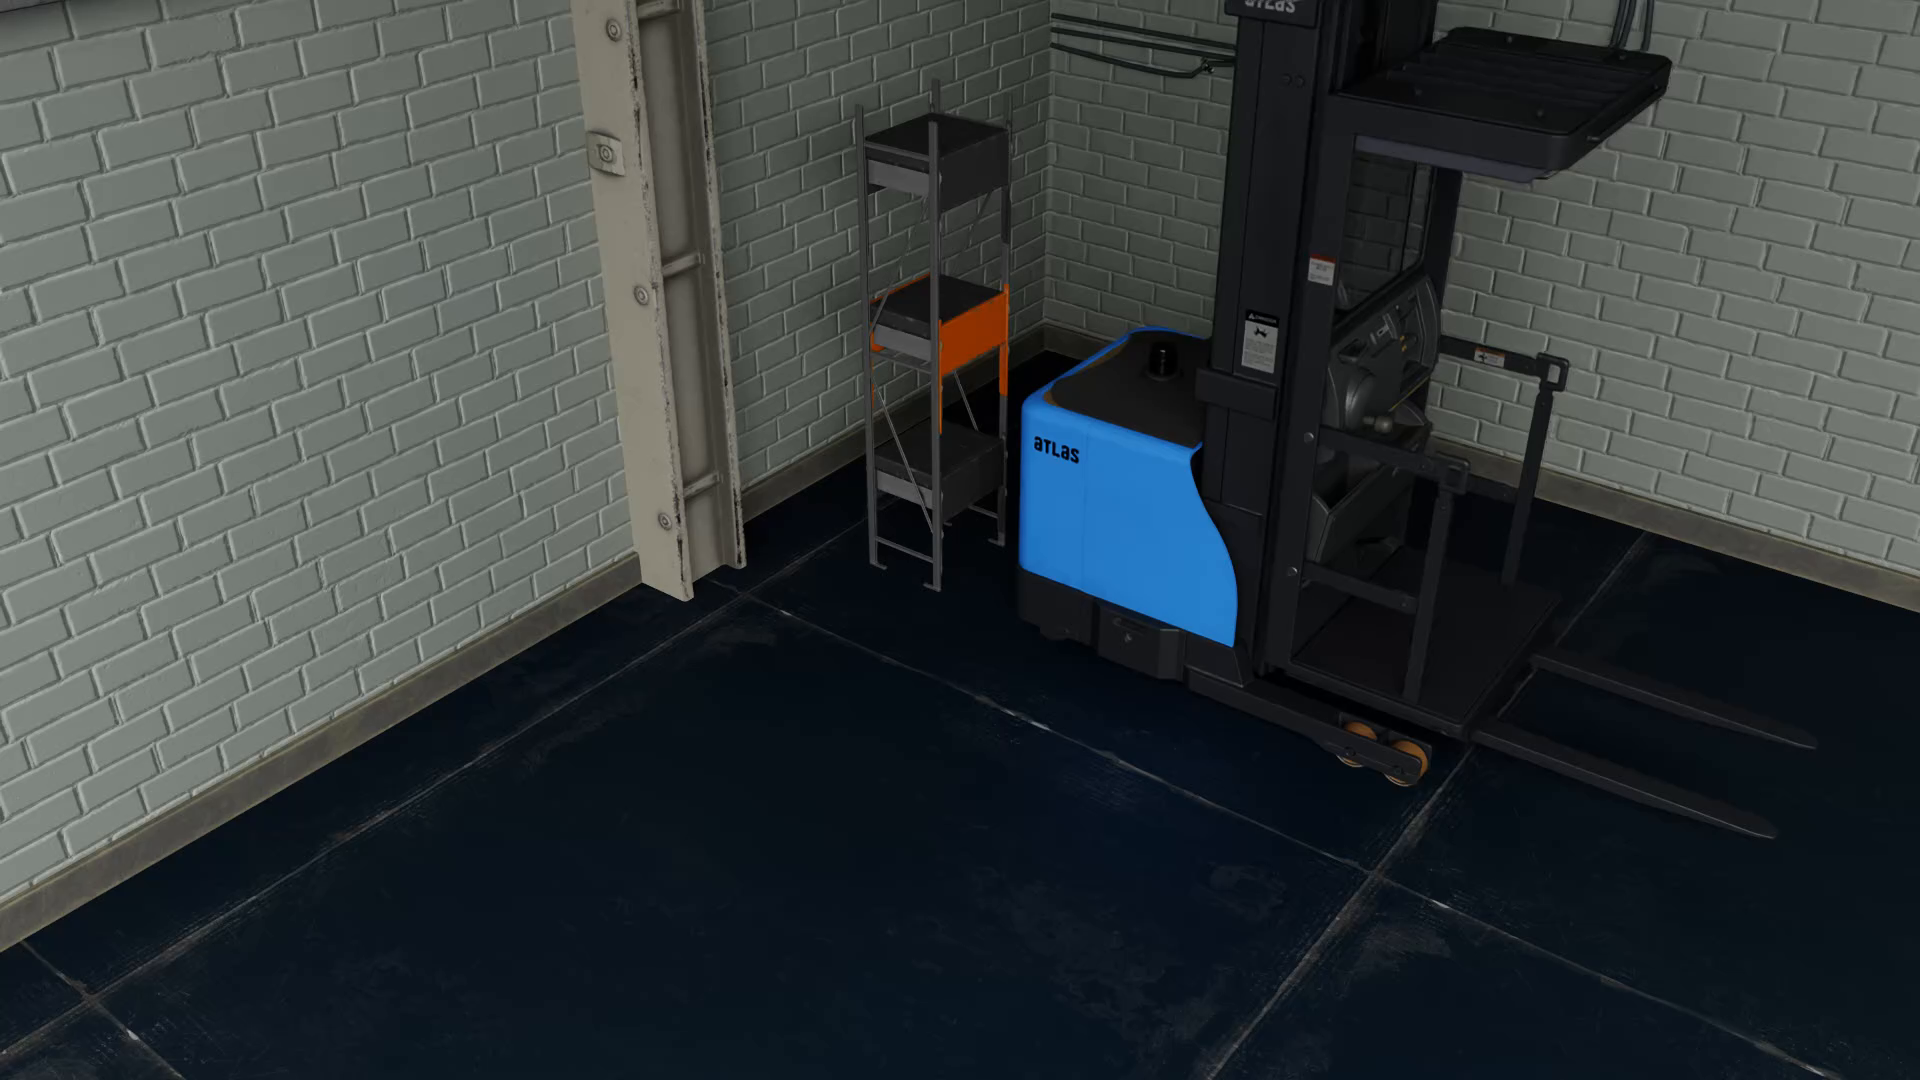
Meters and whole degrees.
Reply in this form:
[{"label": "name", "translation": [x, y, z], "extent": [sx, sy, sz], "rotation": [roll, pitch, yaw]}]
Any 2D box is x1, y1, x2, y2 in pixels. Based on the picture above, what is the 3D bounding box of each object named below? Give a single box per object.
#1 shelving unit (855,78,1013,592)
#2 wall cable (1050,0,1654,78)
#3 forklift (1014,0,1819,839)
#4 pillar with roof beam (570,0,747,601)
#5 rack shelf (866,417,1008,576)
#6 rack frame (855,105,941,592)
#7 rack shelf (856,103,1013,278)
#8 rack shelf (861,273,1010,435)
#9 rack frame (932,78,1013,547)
[{"label": "shelving unit", "translation": [-0.100, -0.836, 7.101], "extent": [0.431, 2.100, 0.503], "rotation": [21, 37, 31]}, {"label": "wall cable", "translation": [1.626, -3.182, 7.339], "extent": [3.097, 2.526, 0.112], "rotation": [21, 37, 31]}, {"label": "forklift", "translation": [1.721, -0.652, 5.975], "extent": [3.031, 2.935, 1.130], "rotation": [20, 36, 30]}, {"label": "pillar with roof beam", "translation": [2.225, -2.403, 2.978], "extent": [9.100, 9.000, 0.400], "rotation": [21, 37, 31]}, {"label": "rack shelf", "translation": [-0.100, -0.222, 7.465], "extent": [0.431, 0.518, 0.480], "rotation": [21, 37, 31]}, {"label": "rack frame", "translation": [-0.247, -0.737, 6.934], "extent": [0.400, 2.100, 0.015], "rotation": [21, 37, 31]}, {"label": "rack shelf", "translation": [-0.100, -1.426, 6.751], "extent": [0.431, 0.518, 0.480], "rotation": [21, 37, 31]}, {"label": "rack shelf", "translation": [-0.100, -0.824, 7.108], "extent": [0.431, 0.518, 0.480], "rotation": [21, 37, 31]}, {"label": "rack frame", "translation": [0.047, -0.935, 7.268], "extent": [0.400, 2.100, 0.015], "rotation": [21, 37, 31]}]
